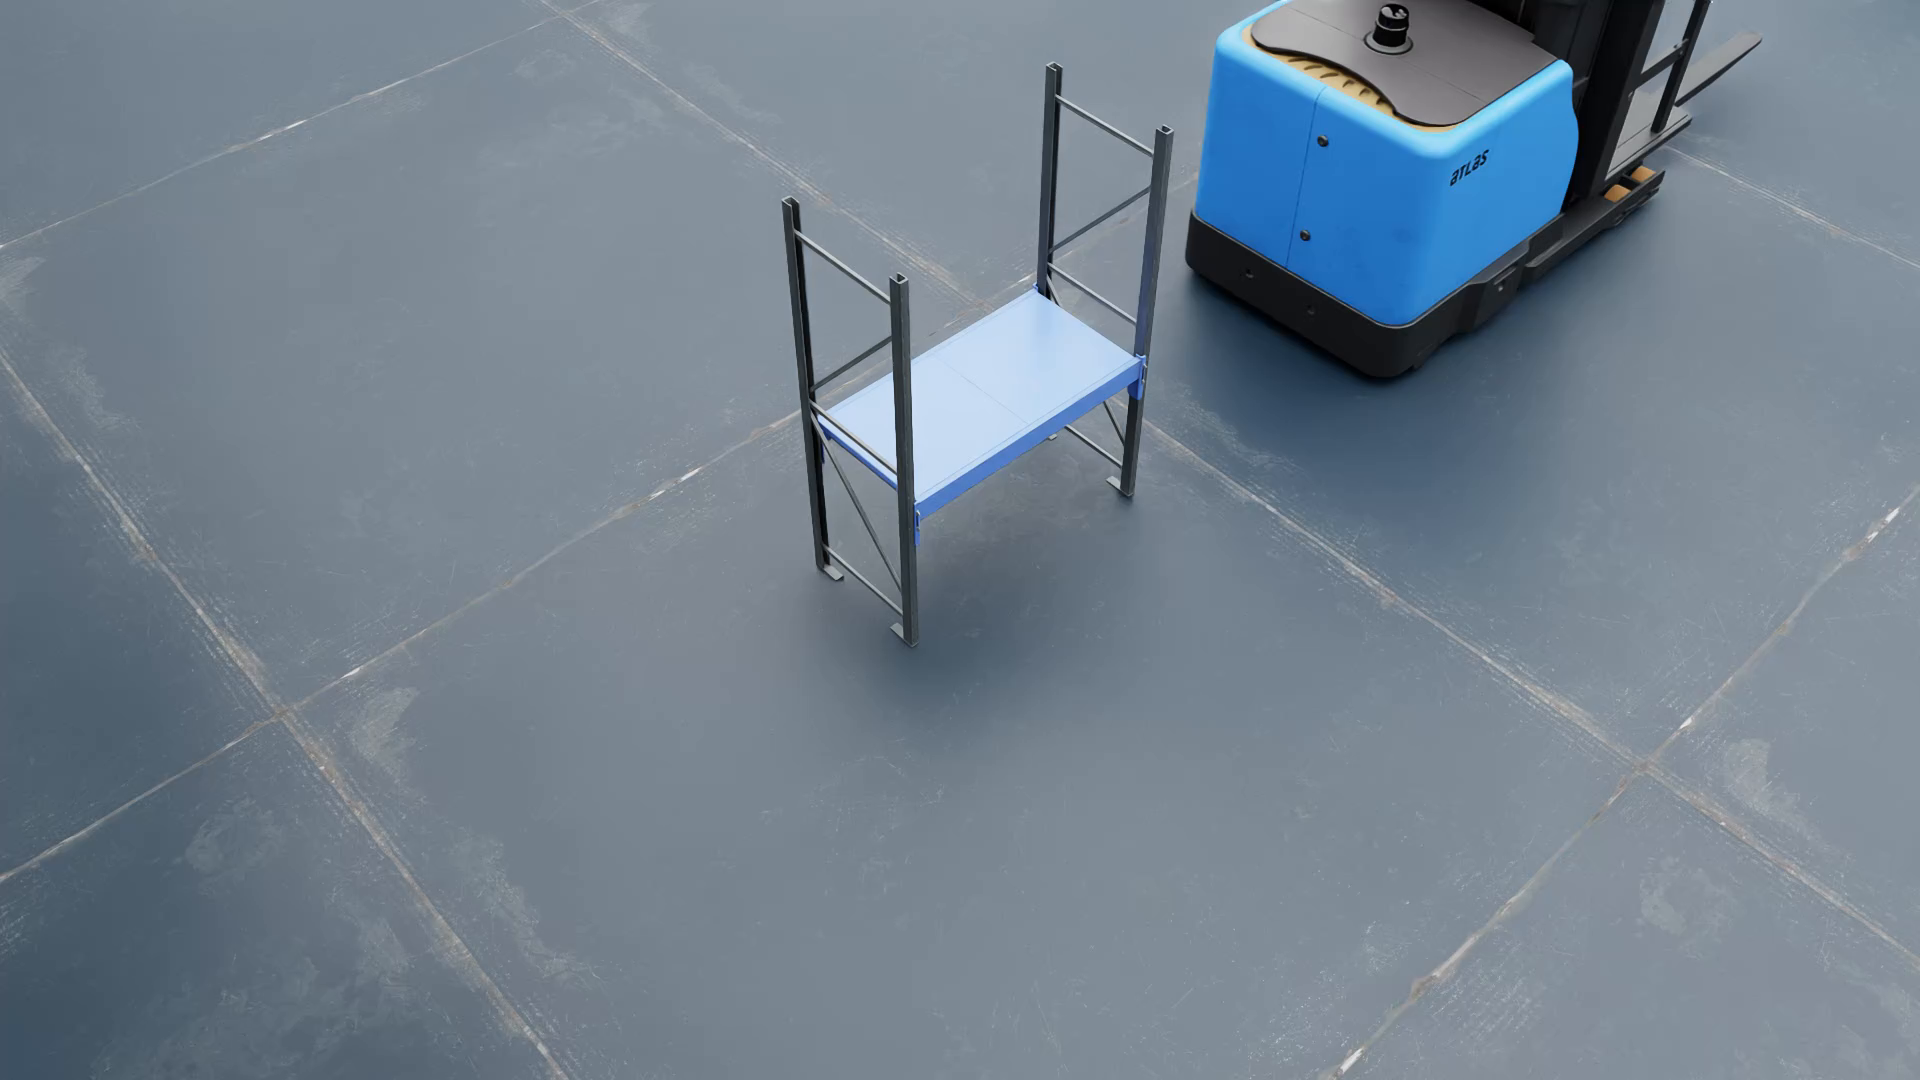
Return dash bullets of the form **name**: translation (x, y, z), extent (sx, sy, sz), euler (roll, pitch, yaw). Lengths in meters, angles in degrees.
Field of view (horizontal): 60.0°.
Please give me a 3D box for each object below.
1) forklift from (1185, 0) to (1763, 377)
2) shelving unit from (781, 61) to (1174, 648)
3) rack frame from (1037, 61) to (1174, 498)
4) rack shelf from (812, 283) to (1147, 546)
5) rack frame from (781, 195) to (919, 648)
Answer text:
- **forklift**: translation (2.325, -2.562, 6.119), extent (3.031, 2.935, 1.130), euler (-35, 56, -28)
- **shelving unit**: translation (0.063, -0.551, 5.238), extent (1.048, 1.500, 0.538), euler (-34, 56, -27)
- **rack frame**: translation (0.439, -0.802, 5.470), extent (0.032, 1.500, 0.500), euler (-34, 56, -27)
- **rack shelf**: translation (0.063, -0.429, 5.370), extent (1.000, 0.185, 0.538), euler (-34, 56, -27)
- **rack frame**: translation (-0.313, -0.299, 5.006), extent (0.032, 1.500, 0.500), euler (-34, 56, -27)
